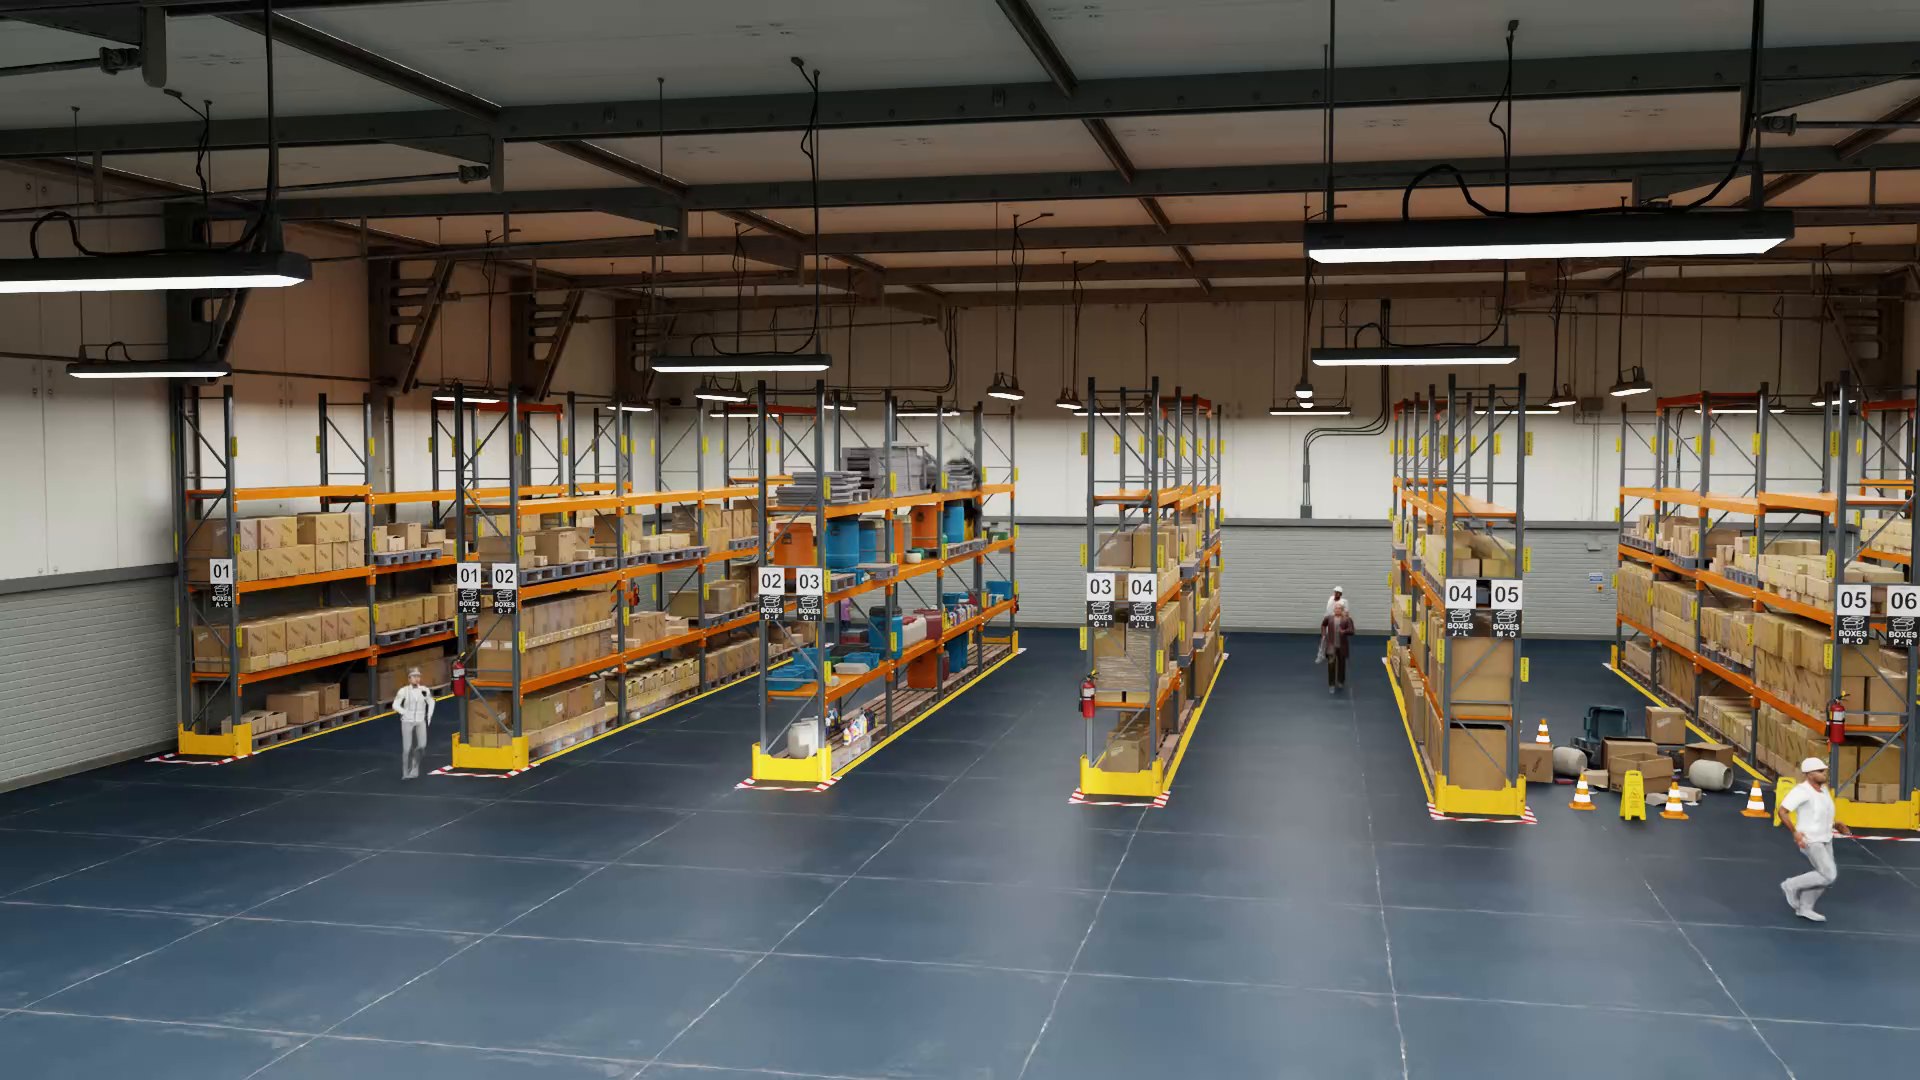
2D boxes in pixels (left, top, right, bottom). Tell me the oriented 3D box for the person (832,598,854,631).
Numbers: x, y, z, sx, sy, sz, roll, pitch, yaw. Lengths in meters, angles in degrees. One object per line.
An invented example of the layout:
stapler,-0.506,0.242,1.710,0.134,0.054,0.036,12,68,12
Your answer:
person,-2.651,1.832,37.517,0.521,1.630,0.603,0,3,0

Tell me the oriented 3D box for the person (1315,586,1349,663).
person,8.704,1.947,38.512,0.690,1.775,0.936,3,4,41

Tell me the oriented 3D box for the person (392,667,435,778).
person,-8.211,2.761,25.062,0.634,1.673,0.517,-1,4,-25

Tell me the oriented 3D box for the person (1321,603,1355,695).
person,7.718,2.202,33.986,0.680,1.836,0.898,1,3,14

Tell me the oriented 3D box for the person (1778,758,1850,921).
person,9.035,3.159,17.554,0.699,1.722,0.580,-2,4,-35
